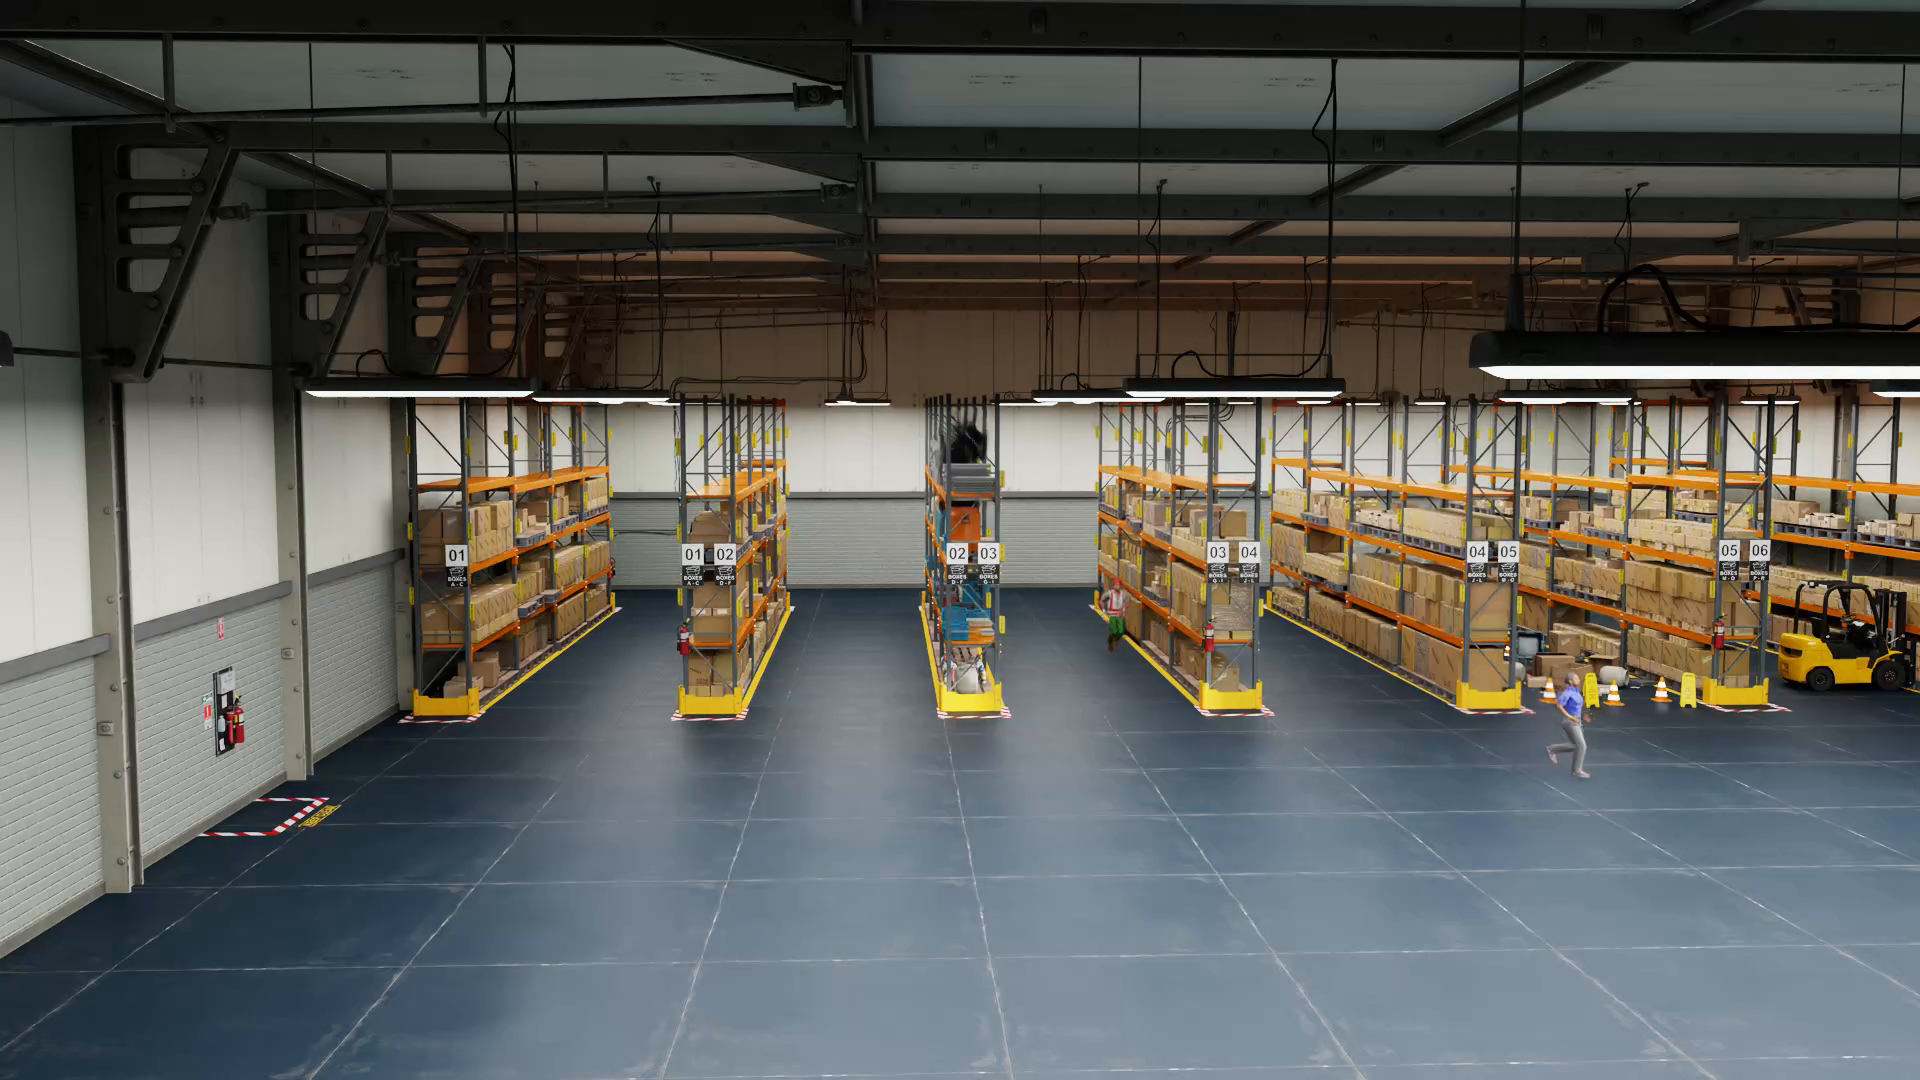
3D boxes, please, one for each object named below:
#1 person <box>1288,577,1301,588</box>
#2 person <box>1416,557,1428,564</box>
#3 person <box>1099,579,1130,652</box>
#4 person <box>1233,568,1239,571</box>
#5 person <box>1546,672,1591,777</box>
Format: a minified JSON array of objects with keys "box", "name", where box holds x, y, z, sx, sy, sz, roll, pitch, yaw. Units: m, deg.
[{"box":[9.901,0.945,48.822,0.922,1.793,0.655,-1,5,-7],"name":"person"},{"box":[13.751,1.046,49.388,0.739,1.613,0.550,1,5,8],"name":"person"},{"box":[3.585,1.741,38.117,0.665,1.702,0.574,-1,5,-14],"name":"person"},{"box":[7.709,1.261,46.196,0.607,1.683,0.733,0,5,1],"name":"person"},{"box":[9.511,2.874,26.004,0.686,1.632,0.577,3,5,33],"name":"person"}]
